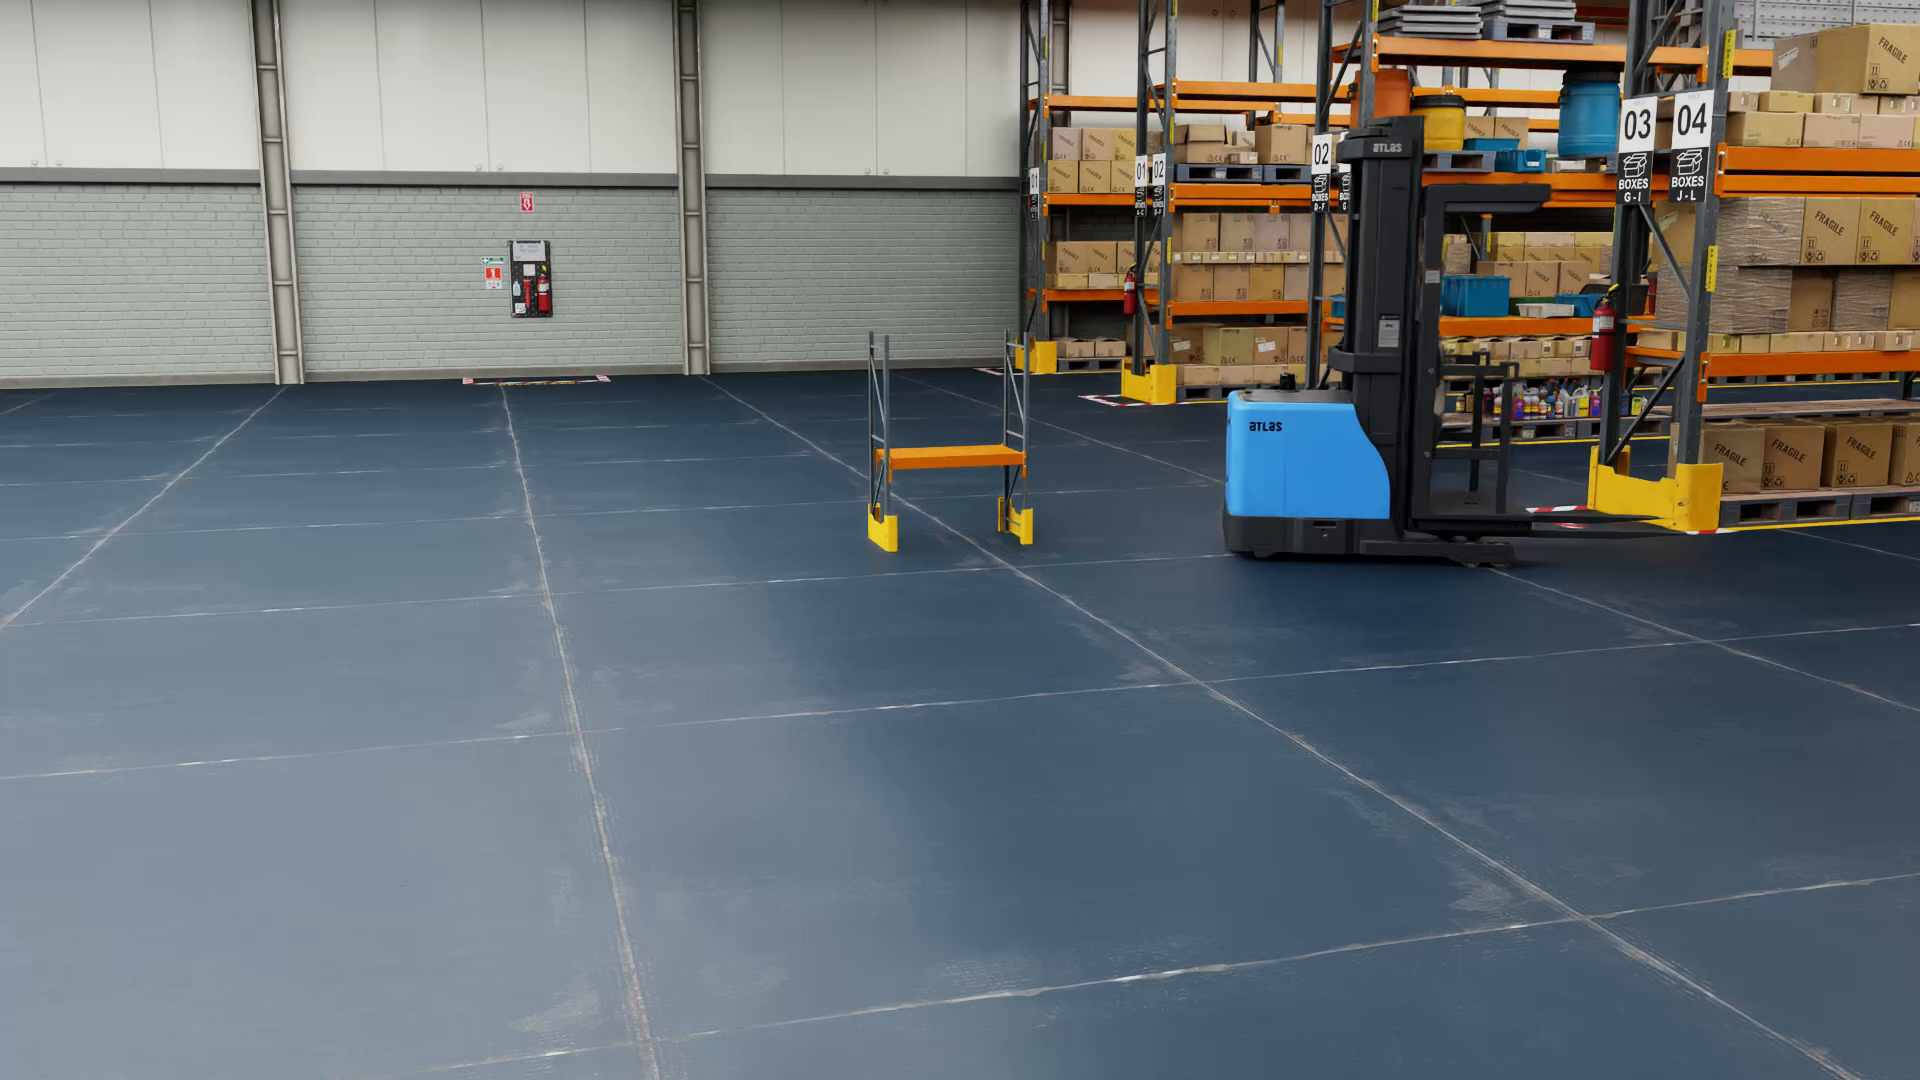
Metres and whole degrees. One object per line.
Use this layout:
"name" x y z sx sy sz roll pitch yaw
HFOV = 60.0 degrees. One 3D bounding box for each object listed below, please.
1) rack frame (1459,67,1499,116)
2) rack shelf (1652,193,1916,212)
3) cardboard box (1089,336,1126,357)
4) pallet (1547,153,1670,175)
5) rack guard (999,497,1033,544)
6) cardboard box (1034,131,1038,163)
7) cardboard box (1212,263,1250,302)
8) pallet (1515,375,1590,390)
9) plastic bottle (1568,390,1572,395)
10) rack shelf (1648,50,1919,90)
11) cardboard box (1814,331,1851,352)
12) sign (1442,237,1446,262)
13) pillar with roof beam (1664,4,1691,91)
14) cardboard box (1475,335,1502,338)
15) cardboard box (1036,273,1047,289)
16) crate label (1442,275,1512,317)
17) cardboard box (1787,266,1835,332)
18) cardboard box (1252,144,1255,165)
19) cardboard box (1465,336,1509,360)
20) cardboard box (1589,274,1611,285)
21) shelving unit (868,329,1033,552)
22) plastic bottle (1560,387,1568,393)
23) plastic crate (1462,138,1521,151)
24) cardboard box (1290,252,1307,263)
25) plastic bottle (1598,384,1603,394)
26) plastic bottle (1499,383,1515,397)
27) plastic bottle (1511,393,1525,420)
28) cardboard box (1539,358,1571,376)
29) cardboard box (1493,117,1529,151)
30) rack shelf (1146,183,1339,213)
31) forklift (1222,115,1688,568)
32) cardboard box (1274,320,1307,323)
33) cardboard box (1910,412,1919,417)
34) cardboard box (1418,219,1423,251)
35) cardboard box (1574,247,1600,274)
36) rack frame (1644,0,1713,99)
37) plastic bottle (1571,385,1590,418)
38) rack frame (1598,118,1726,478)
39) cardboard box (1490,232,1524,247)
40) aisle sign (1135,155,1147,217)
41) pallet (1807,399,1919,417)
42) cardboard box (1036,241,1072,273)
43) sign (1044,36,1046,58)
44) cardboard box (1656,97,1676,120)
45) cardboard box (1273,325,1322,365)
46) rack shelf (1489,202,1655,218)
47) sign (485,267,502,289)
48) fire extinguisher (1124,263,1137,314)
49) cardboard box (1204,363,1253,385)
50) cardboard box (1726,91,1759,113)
"rack frame" 8.837 -7.580 28.366 0.127 3.000 1.000 -3 11 -16
"rack shelf" 12.146 -4.991 24.576 4.000 0.370 1.077 -3 11 -16
"cardboard box" 2.393 -3.167 27.176 0.500 0.311 0.500 -2 11 -11
"pallet" 7.100 -4.034 17.910 1.003 0.211 1.213 -3 11 -16
"rack guard" 0.405 -0.144 12.140 0.087 0.250 0.587 -3 11 -16
"cardboard box" 1.497 -6.318 26.703 0.500 0.500 0.500 -3 11 -13
"cardboard box" 3.499 -3.462 22.290 0.500 0.500 0.700 -3 11 -14
"pallet" 8.255 -2.301 23.964 1.213 0.211 1.003 -3 11 -16
"plastic bottle" 6.680 -1.493 18.160 0.133 0.283 0.061 -3 11 -16
"rack shelf" 9.686 -5.206 18.563 4.000 0.370 1.077 -3 11 -16
"cardboard box" 6.616 -1.538 12.810 0.250 0.149 0.380 -3 11 -16
"sign" 6.541 -3.935 22.524 0.005 0.325 0.100 -3 11 -16
"pillar with roof beam" 14.311 -7.220 26.410 0.548 9.000 9.100 -3 11 -16
"cardboard box" 7.671 -2.819 23.959 0.500 0.311 0.500 -3 11 -16
"cardboard box" 1.551 -4.218 27.034 0.500 0.250 0.500 -3 11 -15
"crate label" 5.617 -2.660 18.114 0.616 0.435 0.502 -3 11 -16
"cardboard box" 6.292 -1.906 13.019 0.500 0.500 0.875 -3 11 -16
"cardboard box" 4.110 -5.203 22.438 0.500 0.311 0.500 -2 11 -9
"cardboard box" 7.333 -2.698 23.305 0.500 0.311 0.500 -3 11 -17
"cardboard box" 9.312 -3.713 24.178 0.500 0.311 0.500 -3 11 -17
"shelving unit" -0.073 -0.734 11.890 1.083 1.500 0.587 -3 11 -16
"plastic bottle" 6.769 -1.583 18.678 0.097 0.271 0.097 0 10 0
"plastic crate" 5.672 -4.119 17.894 0.575 0.384 0.392 -3 11 -16
"cardboard box" 4.457 -3.792 22.292 0.250 0.149 0.380 -3 11 -15
"plastic bottle" 7.337 -1.640 18.989 0.097 0.271 0.097 0 10 0
"plastic bottle" 6.107 -1.609 18.605 0.185 0.351 0.144 -3 11 -14
"plastic bottle" 5.975 -1.429 17.811 0.133 0.283 0.061 -3 11 -15
"cardboard box" 8.318 -2.476 23.644 0.500 0.250 0.500 -3 11 -15
"cardboard box" 7.528 -5.600 23.080 0.500 0.500 0.500 -2 11 -10
"rack shelf" 4.465 -4.586 22.377 4.000 0.370 1.077 -3 11 -16
"forklift" 3.374 -1.357 11.324 3.031 2.935 1.130 1 11 7
"cardboard box" 5.699 -3.454 28.215 0.500 0.500 0.700 -3 11 -14
"cardboard box" 8.207 -0.778 13.730 0.500 0.500 0.500 0 10 2
"cardboard box" 5.961 -4.230 22.879 0.500 0.500 0.700 -3 11 -16
"cardboard box" 10.855 -4.893 29.185 0.500 0.500 0.500 -3 11 -14
"rack frame" 7.766 -5.655 17.912 0.127 3.000 1.000 -3 11 -16
"plastic bottle" 6.734 -1.510 18.064 0.185 0.351 0.144 -3 11 -16
"rack frame" 5.309 -1.642 12.679 0.127 3.000 1.000 -3 11 -16
"cardboard box" 9.373 -5.183 28.693 0.500 0.250 0.500 -3 11 -15
"aisle sign" 2.399 -4.690 22.058 0.004 0.787 0.394 -3 11 -16
"pallet" 10.852 -1.504 19.631 1.213 0.211 1.003 -3 11 -16
"cardboard box" 1.549 -4.590 26.985 0.500 0.500 0.500 -3 11 -17
"sign" 1.308 -7.579 25.563 0.005 0.325 0.100 -3 11 -16
"cardboard box" 5.489 -3.307 12.755 0.250 0.149 0.380 -3 11 -16
"cardboard box" 4.562 -2.651 22.524 0.500 0.500 0.500 -3 11 -16
"rack shelf" 10.757 -5.852 29.253 4.000 0.370 1.077 -3 11 -16
"sign" -7.118 -3.996 25.369 0.234 0.329 0.001 -3 11 -16
"fire extinguisher" 2.301 -3.401 22.447 0.183 0.674 0.296 -3 11 -16
"cardboard box" 3.600 -2.232 22.323 0.500 0.250 0.500 -3 11 -16
"cardboard box" 5.639 -3.213 12.242 0.250 0.149 0.380 -3 11 -16
